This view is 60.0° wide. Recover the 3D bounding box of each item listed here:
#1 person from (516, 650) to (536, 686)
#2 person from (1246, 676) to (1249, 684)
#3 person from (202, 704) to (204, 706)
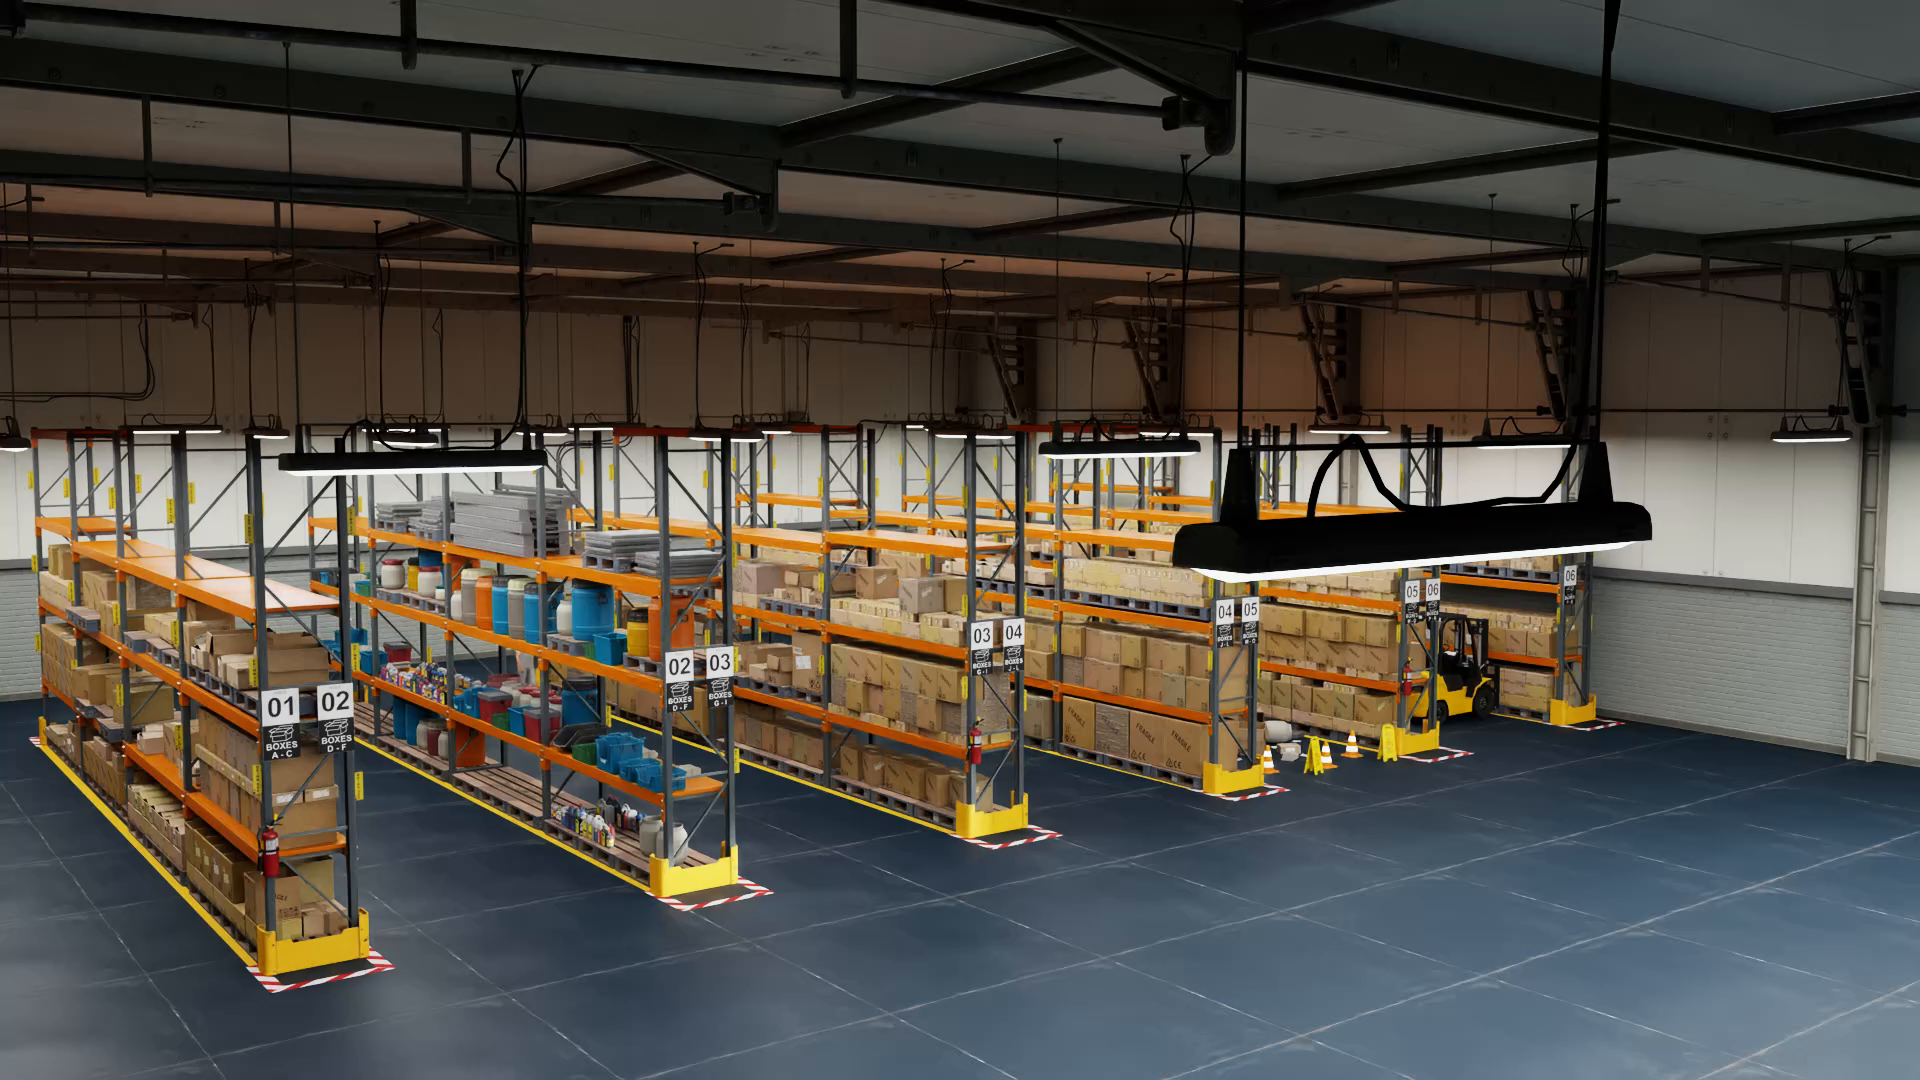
[{"bbox_3d":[-9.267,2.738,35.533,0.742,1.673,0.522,4,6,39],"label":"person"},{"bbox_3d":[6.238,2.640,37.075,0.556,1.584,0.730,-3,5,-35],"label":"person"},{"bbox_3d":[-13.002,3.178,29.448,0.681,1.756,0.558,3,5,33],"label":"person"}]
